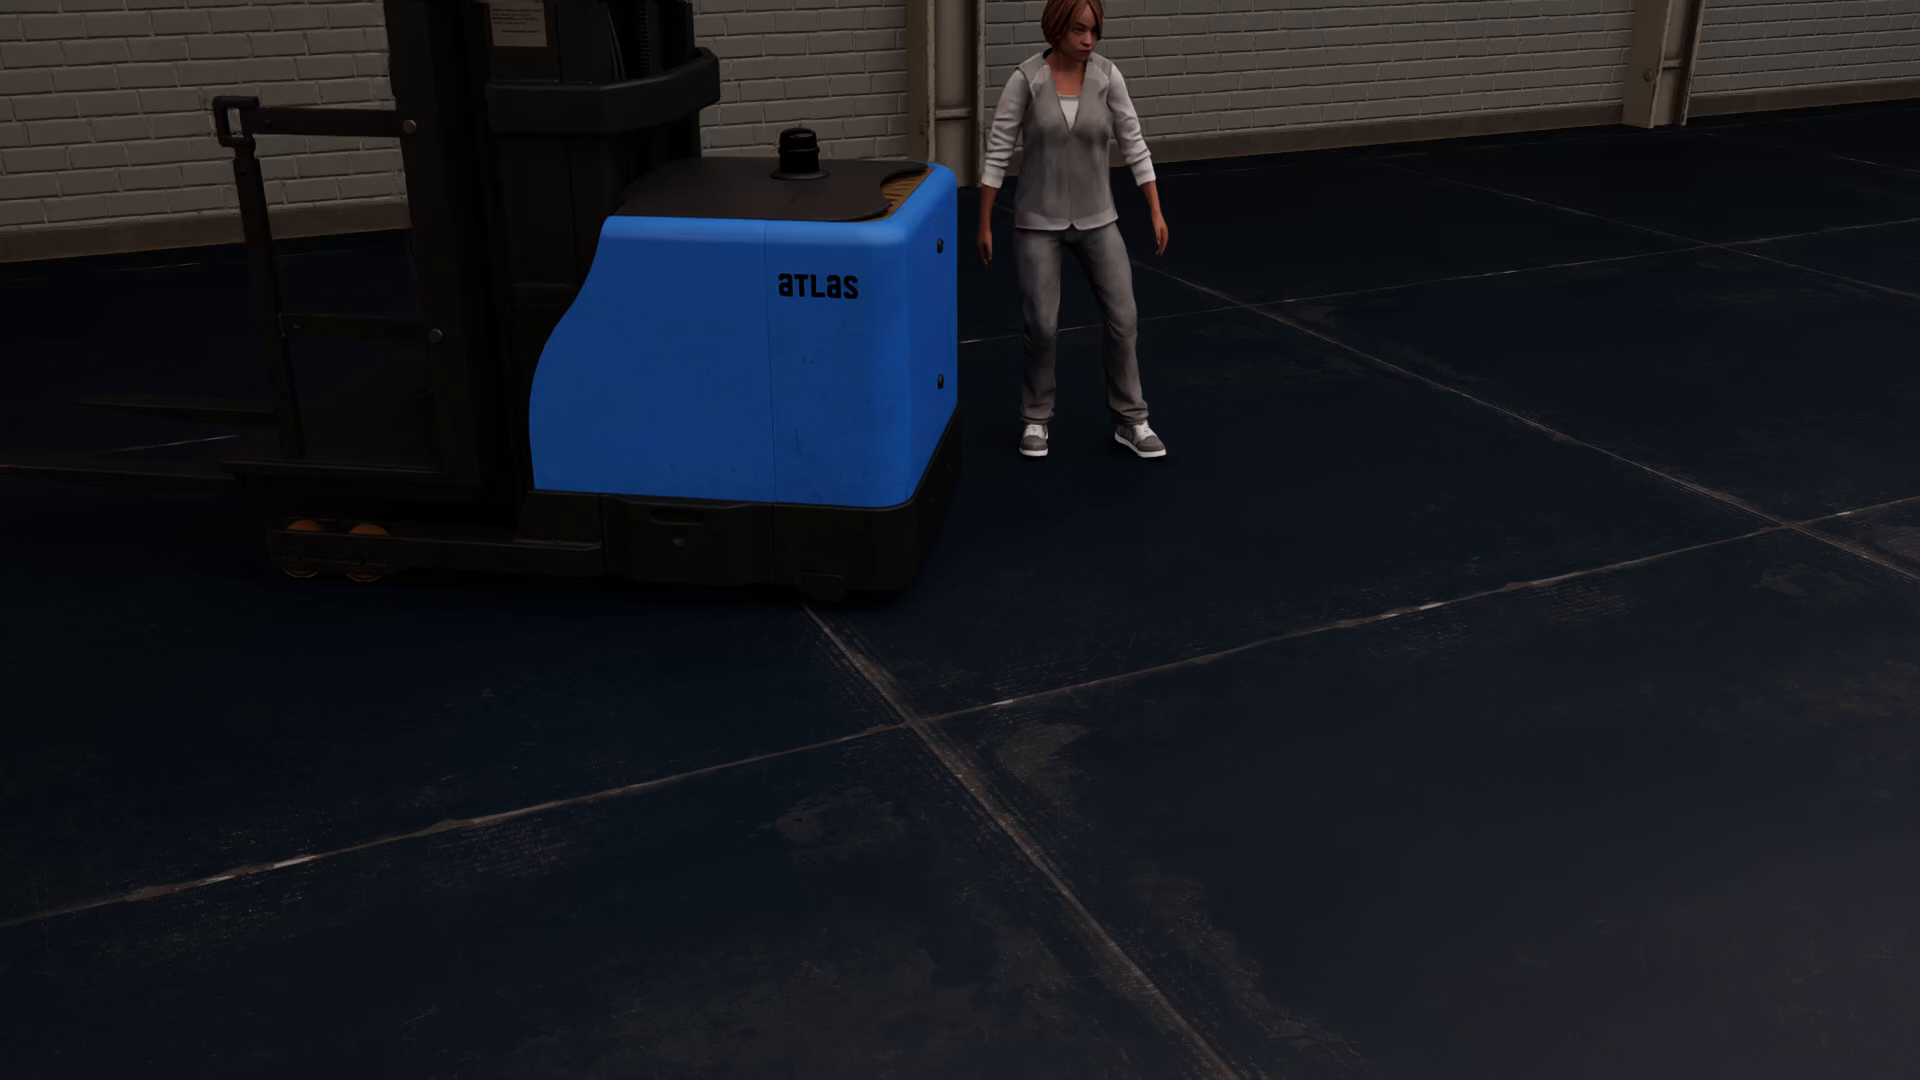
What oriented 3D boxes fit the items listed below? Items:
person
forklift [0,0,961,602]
[{"bbox_3d":[0.375,-1.042,5.571,0.651,1.573,0.357,-4,23,-9],"label":"person"},{"bbox_3d":[-1.558,-1.427,4.720,3.031,2.935,1.130,3,23,8],"label":"forklift"}]
